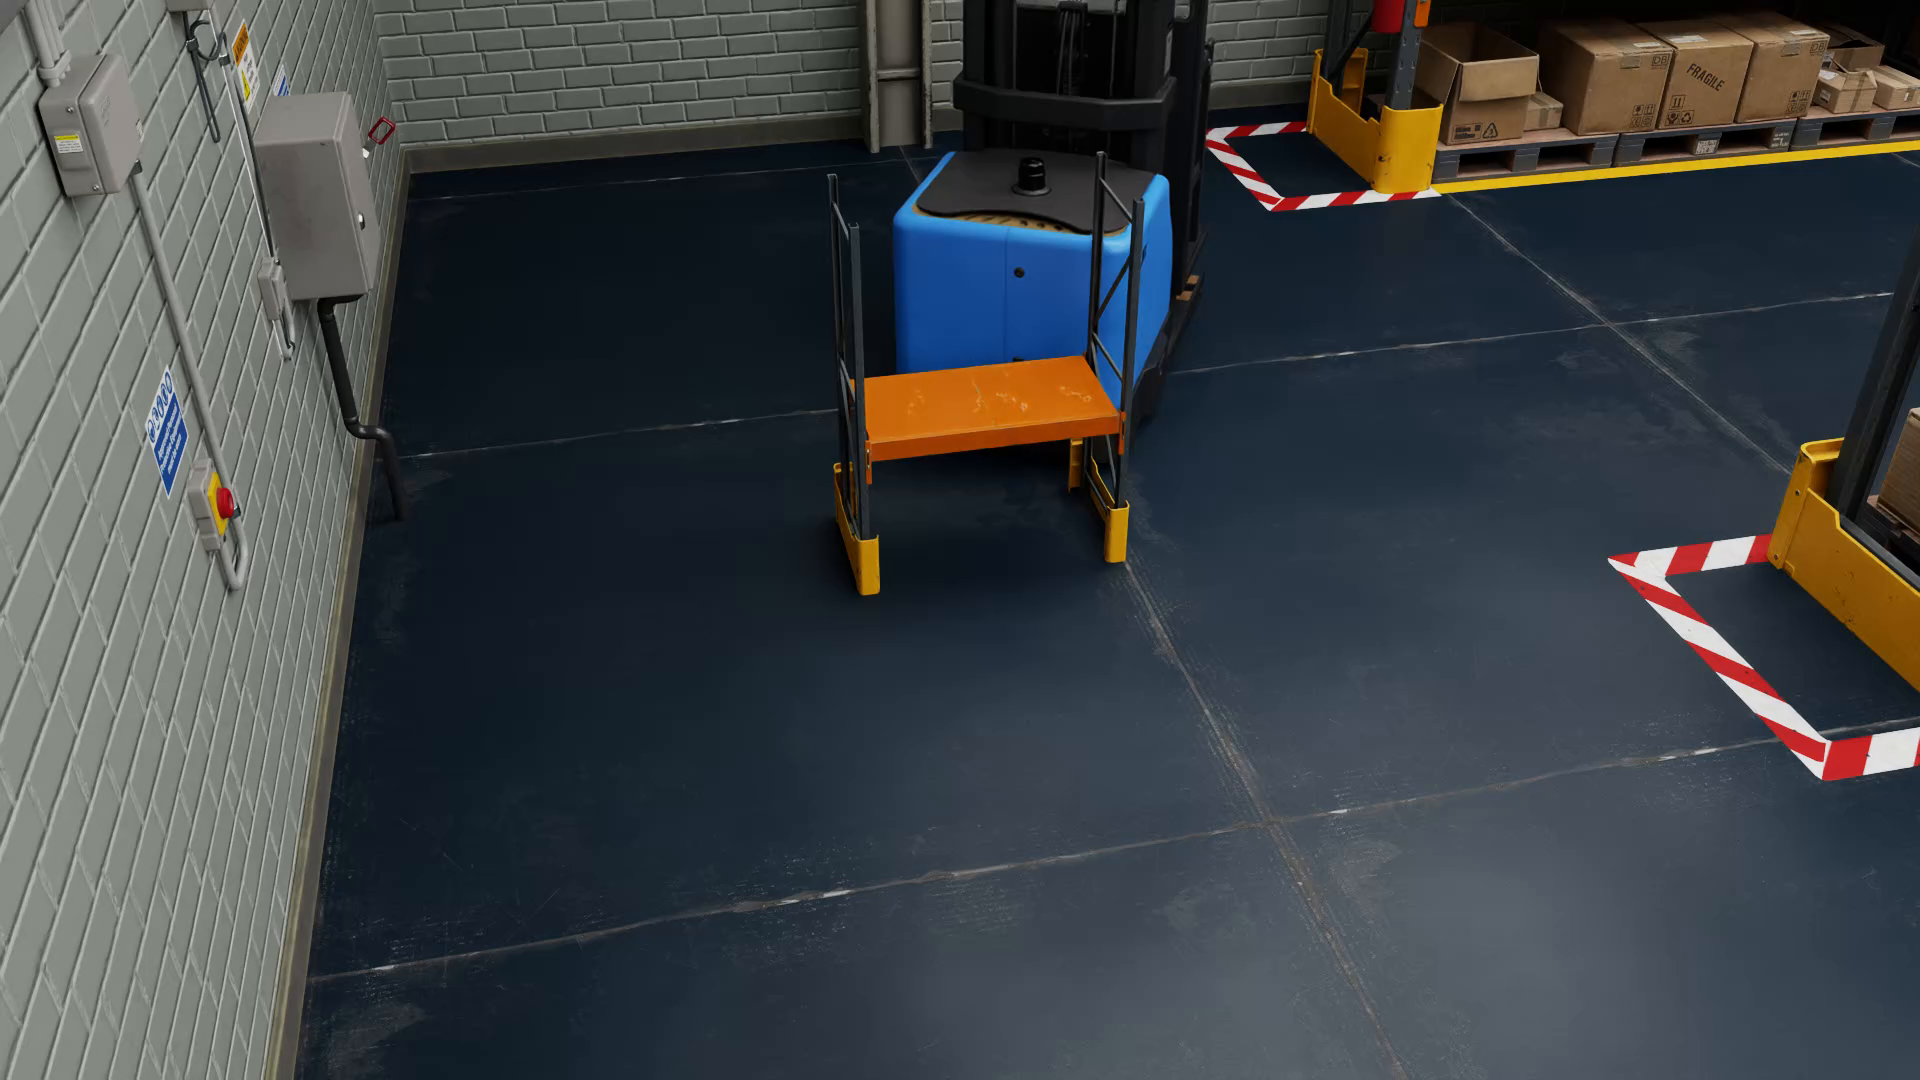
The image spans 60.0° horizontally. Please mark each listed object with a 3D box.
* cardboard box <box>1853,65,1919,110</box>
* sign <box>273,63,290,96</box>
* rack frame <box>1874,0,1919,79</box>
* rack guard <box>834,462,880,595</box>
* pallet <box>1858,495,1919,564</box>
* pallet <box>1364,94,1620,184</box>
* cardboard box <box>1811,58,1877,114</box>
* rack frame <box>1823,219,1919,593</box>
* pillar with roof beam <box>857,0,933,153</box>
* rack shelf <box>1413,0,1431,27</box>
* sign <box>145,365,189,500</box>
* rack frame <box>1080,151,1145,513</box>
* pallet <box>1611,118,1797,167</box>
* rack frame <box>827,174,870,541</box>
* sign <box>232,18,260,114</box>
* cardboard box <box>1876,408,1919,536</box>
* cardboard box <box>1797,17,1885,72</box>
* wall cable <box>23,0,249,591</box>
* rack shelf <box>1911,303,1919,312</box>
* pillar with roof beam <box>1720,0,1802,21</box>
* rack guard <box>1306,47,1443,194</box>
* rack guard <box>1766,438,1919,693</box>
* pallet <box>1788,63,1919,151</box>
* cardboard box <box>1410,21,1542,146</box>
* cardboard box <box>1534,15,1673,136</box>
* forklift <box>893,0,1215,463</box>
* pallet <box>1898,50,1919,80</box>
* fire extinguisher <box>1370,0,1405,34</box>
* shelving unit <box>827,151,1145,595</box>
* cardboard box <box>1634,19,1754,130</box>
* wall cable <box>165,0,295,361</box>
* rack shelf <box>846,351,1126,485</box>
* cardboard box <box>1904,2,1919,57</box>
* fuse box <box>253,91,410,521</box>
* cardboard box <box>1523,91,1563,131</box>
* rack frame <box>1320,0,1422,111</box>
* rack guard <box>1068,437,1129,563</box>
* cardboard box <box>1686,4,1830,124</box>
[{"bbox_3d":[5.853,-2.856,10.495,0.250,0.149,0.380,-8,35,-12],"label":"cardboard box"},{"bbox_3d":[-2.598,-1.562,6.471,0.001,0.494,0.329,-7,35,-11],"label":"sign"},{"bbox_3d":[6.332,-4.093,10.158,0.127,3.000,1.000,-7,35,-11],"label":"rack frame"},{"bbox_3d":[-0.411,-0.052,6.603,0.087,0.250,0.587,-7,35,-11],"label":"rack guard"},{"bbox_3d":[4.292,0.113,6.393,1.213,0.211,1.003,-7,35,-11],"label":"pallet"},{"bbox_3d":[3.282,-2.552,10.363,1.213,0.211,1.003,-7,35,-11],"label":"pallet"},{"bbox_3d":[5.505,-2.860,10.397,0.258,0.266,0.396,-6,34,-9],"label":"cardboard box"},{"bbox_3d":[3.529,-0.904,5.406,0.127,3.000,1.000,-7,35,-11],"label":"rack frame"},{"bbox_3d":[0.552,-3.911,4.503,0.400,9.000,9.100,-7,35,-11],"label":"pillar with roof beam"},{"bbox_3d":[4.381,-3.549,9.992,4.000,0.370,1.077,-7,35,-11],"label":"rack shelf"},{"bbox_3d":[-2.014,-0.277,4.228,0.001,0.218,0.327,-7,35,-11],"label":"sign"},{"bbox_3d":[0.579,-0.696,6.441,0.032,1.500,0.500,-7,35,-11],"label":"rack frame"},{"bbox_3d":[4.470,-2.700,10.584,1.213,0.211,1.003,-7,35,-11],"label":"pallet"},{"bbox_3d":[-0.413,-0.571,6.255,0.032,1.500,0.500,-7,35,-11],"label":"rack frame"},{"bbox_3d":[-2.476,-1.646,5.769,0.001,0.242,0.339,-7,35,-11],"label":"sign"},{"bbox_3d":[4.151,-0.150,6.205,0.875,0.438,0.875,-8,35,-12],"label":"cardboard box"},{"bbox_3d":[5.635,-3.199,10.861,0.500,0.311,0.500,-6,34,-9],"label":"cardboard box"},{"bbox_3d":[-1.965,-0.633,4.062,0.123,1.953,0.585,-7,35,-11],"label":"wall cable"},{"bbox_3d":[5.480,-0.852,5.973,4.000,0.370,1.077,-7,35,-11],"label":"rack shelf"},{"bbox_3d":[6.404,-4.649,5.602,0.400,9.000,9.100,-7,35,-11],"label":"pillar with roof beam"},{"bbox_3d":[2.505,-2.573,10.136,0.348,0.500,1.175,-7,35,-11],"label":"rack guard"},{"bbox_3d":[3.506,0.136,6.098,0.348,0.500,1.175,-7,35,-11],"label":"rack guard"},{"bbox_3d":[5.662,-2.852,10.810,1.213,0.211,1.003,-7,35,-11],"label":"pallet"},{"bbox_3d":[3.048,-2.763,10.039,0.637,0.503,0.797,-9,35,-12],"label":"cardboard box"},{"bbox_3d":[3.890,-2.846,10.165,0.500,0.500,0.700,-6,34,-9],"label":"cardboard box"},{"bbox_3d":[0.622,-2.362,7.640,1.130,2.935,3.031,10,35,14],"label":"forklift"},{"bbox_3d":[7.117,-3.056,11.115,1.213,0.211,1.003,-7,35,-11],"label":"pallet"},{"bbox_3d":[2.389,-3.145,9.149,0.183,0.674,0.296,-7,35,-11],"label":"fire extinguisher"},{"bbox_3d":[0.074,-0.632,6.346,1.083,1.500,0.587,-7,35,-11],"label":"shelving unit"},{"bbox_3d":[4.428,-2.856,10.181,0.500,0.500,0.500,-7,34,-10],"label":"cardboard box"},{"bbox_3d":[-2.290,-1.390,5.217,0.122,1.984,0.588,-7,35,-11],"label":"wall cable"},{"bbox_3d":[0.083,-0.484,6.448,1.000,0.185,0.538,-7,35,-11],"label":"rack shelf"},{"bbox_3d":[6.746,-3.451,11.067,0.500,0.500,0.500,-7,35,-11],"label":"cardboard box"},{"bbox_3d":[-2.287,-0.823,6.441,0.414,1.711,0.539,-7,35,-11],"label":"fuse box"},{"bbox_3d":[3.471,-2.647,10.184,0.250,0.149,0.380,-9,35,-12],"label":"cardboard box"},{"bbox_3d":[2.431,-3.602,9.425,0.127,3.000,1.000,-7,35,-11],"label":"rack frame"},{"bbox_3d":[0.560,-0.174,6.786,0.087,0.250,0.587,-7,35,-11],"label":"rack guard"},{"bbox_3d":[4.903,-2.973,10.355,0.500,0.500,0.700,-8,35,-12],"label":"cardboard box"}]
